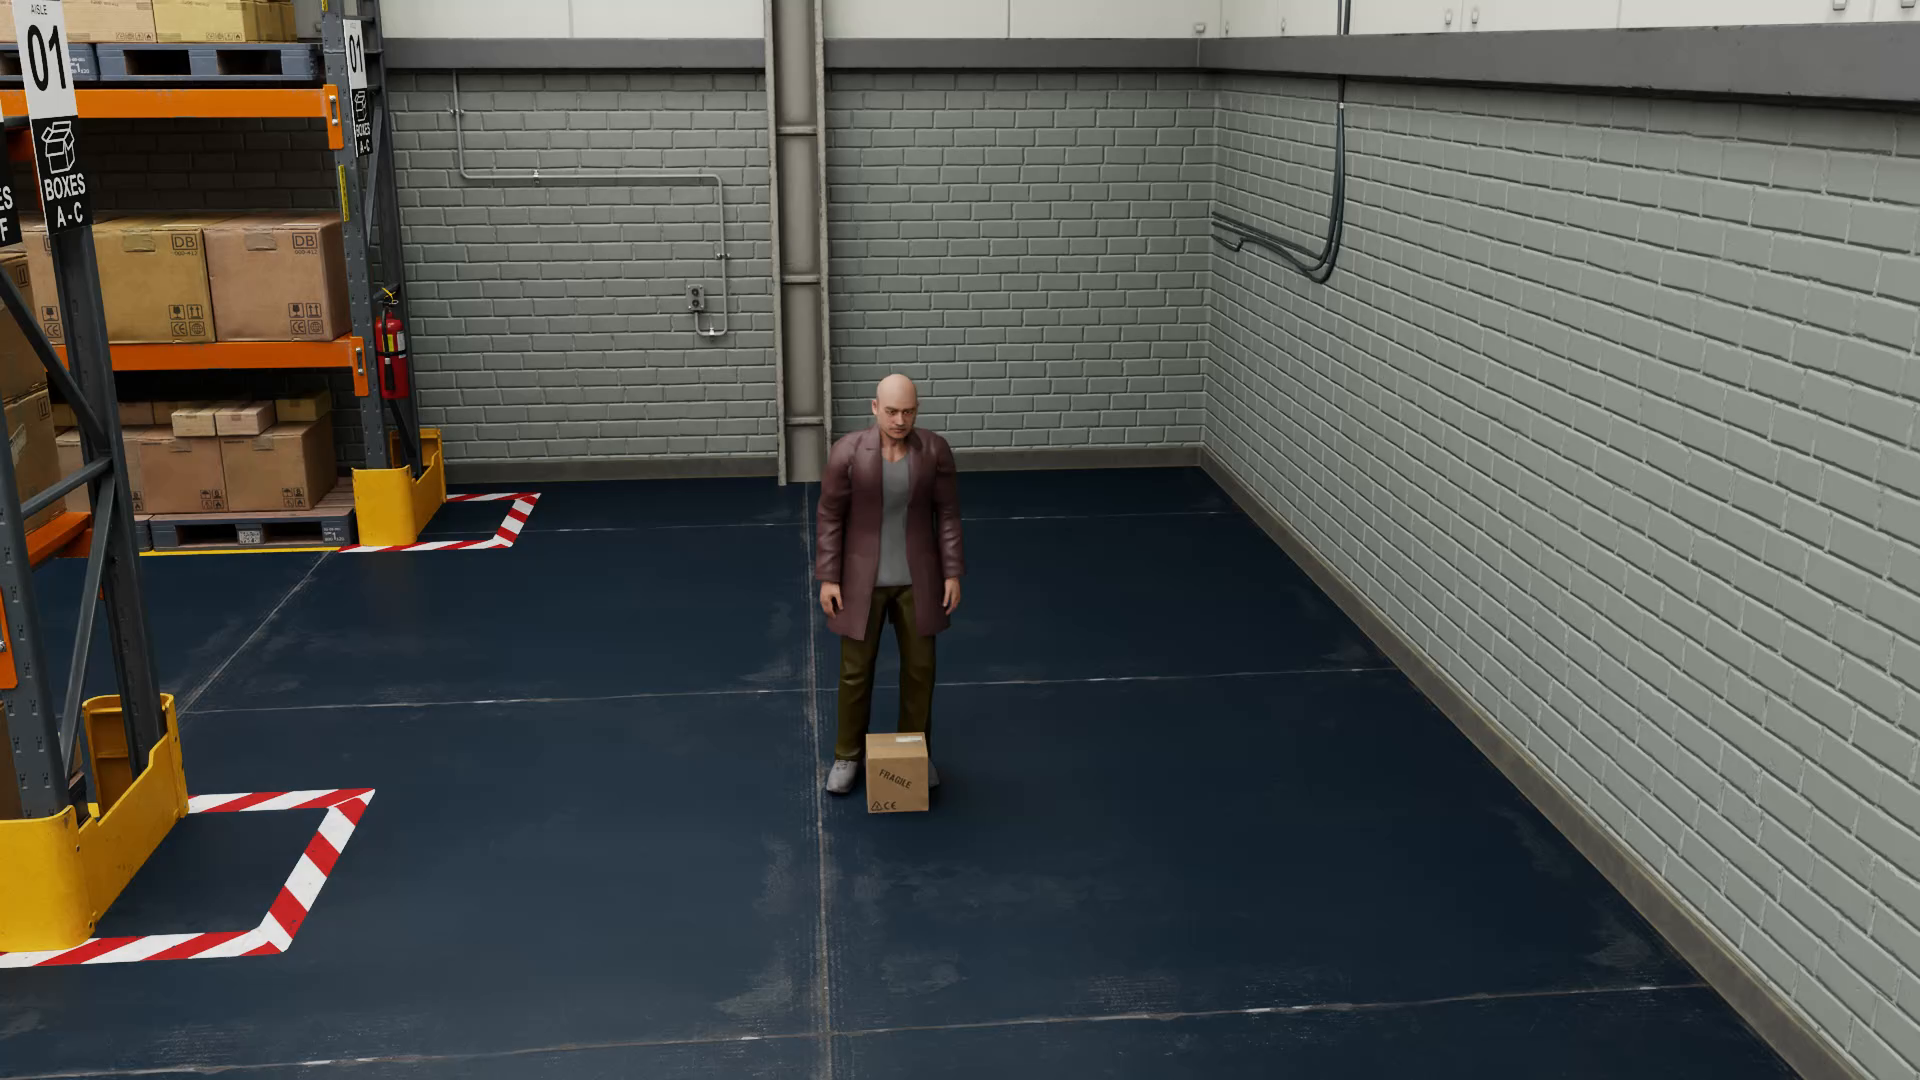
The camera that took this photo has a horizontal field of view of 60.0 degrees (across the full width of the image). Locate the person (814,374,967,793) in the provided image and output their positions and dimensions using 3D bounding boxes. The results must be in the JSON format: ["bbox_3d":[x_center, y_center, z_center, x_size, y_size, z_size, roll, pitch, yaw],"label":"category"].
[{"bbox_3d":[-0.288,0.173,6.984,0.647,1.772,0.429,-3,17,-9],"label":"person"}]
